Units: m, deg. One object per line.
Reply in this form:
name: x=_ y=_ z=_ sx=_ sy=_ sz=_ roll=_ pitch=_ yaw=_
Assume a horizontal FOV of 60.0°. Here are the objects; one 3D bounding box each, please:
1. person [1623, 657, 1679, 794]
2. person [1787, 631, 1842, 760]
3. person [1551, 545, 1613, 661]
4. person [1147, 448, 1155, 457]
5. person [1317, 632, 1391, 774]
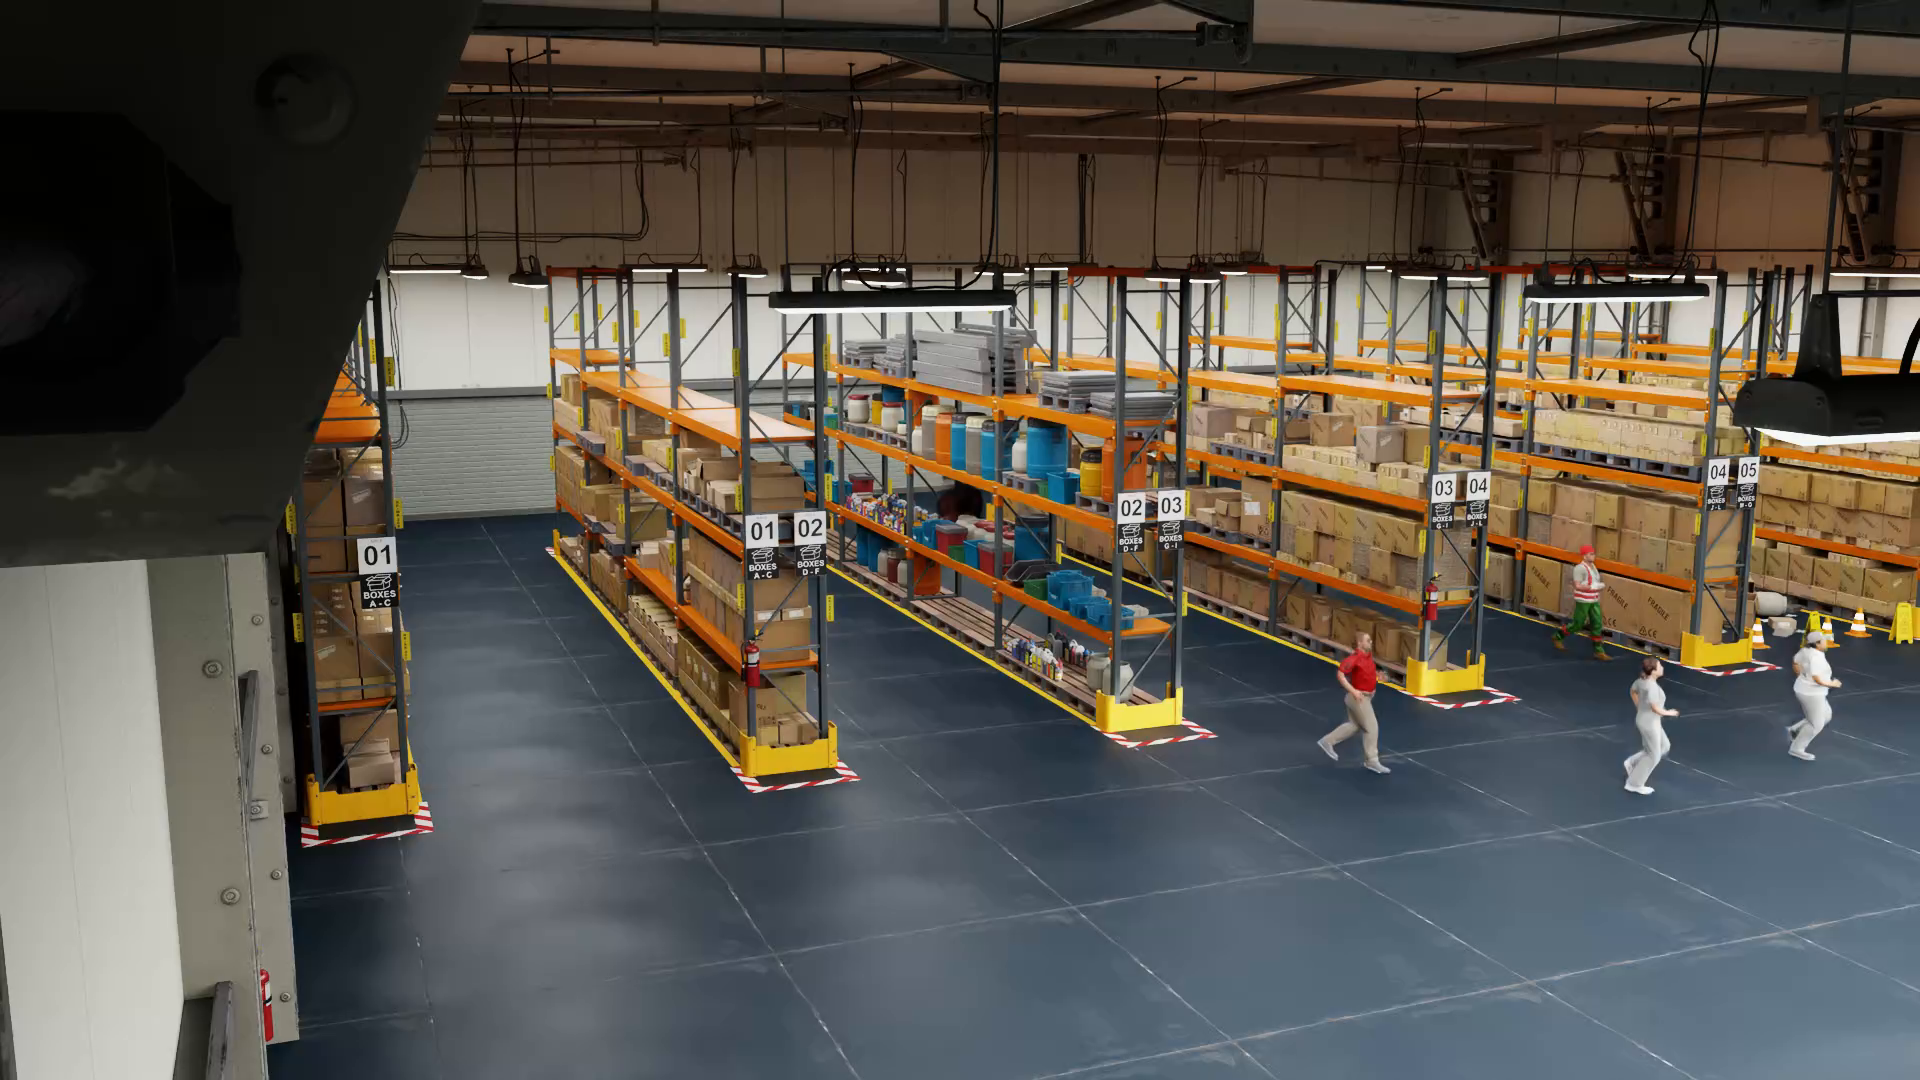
person: x=8.110 y=2.168 z=19.486 sx=0.542 sy=1.639 sz=0.612 roll=2 pitch=10 yaw=9
person: x=10.725 y=1.936 z=20.843 sx=0.527 sy=1.637 sz=0.657 roll=3 pitch=10 yaw=14
person: x=9.753 y=0.949 z=25.936 sx=0.667 sy=1.764 sz=0.976 roll=-8 pitch=13 yaw=-38
person: x=4.494 y=-1.616 z=41.168 sx=0.749 sy=1.654 sz=0.707 roll=-4 pitch=11 yaw=-21
person: x=4.870 y=1.969 z=20.429 sx=0.910 sy=1.747 sz=0.647 roll=3 pitch=10 yaw=19
